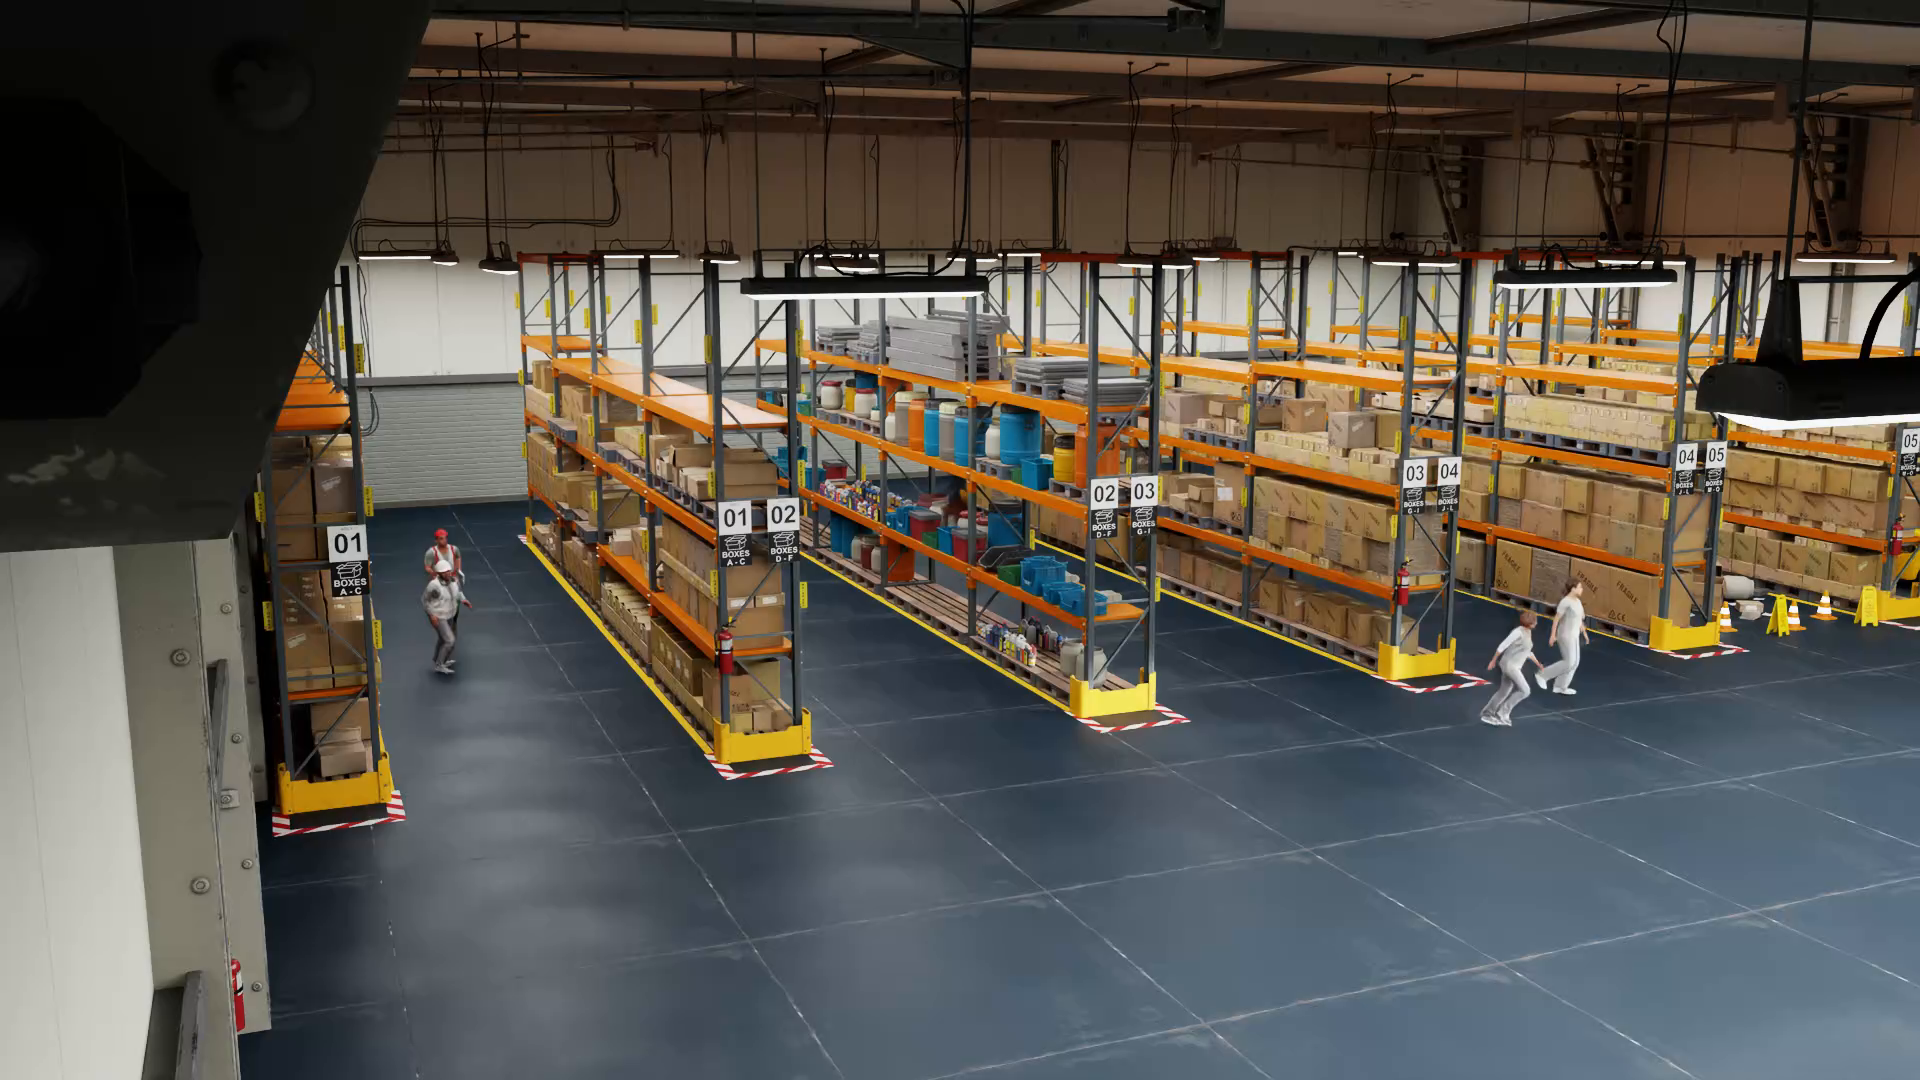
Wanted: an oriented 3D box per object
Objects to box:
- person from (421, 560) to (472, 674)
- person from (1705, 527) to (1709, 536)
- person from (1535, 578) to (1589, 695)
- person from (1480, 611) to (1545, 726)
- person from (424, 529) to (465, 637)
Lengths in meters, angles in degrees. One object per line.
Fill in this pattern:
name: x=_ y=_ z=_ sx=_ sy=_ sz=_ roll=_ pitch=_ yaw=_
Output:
person: x=-7.530 y=1.105 z=24.387 sx=0.811 sy=1.713 sz=0.685 roll=3 pitch=11 yaw=17
person: x=15.156 y=-0.816 z=34.418 sx=0.654 sy=1.766 sz=1.000 roll=-5 pitch=12 yaw=-26
person: x=8.384 y=1.342 z=23.145 sx=0.551 sy=1.636 sz=0.688 roll=9 pitch=14 yaw=41
person: x=7.206 y=1.664 z=21.636 sx=0.741 sy=1.532 sz=0.488 roll=6 pitch=12 yaw=28
person: x=-8.126 y=0.694 z=26.287 sx=0.638 sy=1.766 sz=0.778 roll=-5 pitch=12 yaw=-26
